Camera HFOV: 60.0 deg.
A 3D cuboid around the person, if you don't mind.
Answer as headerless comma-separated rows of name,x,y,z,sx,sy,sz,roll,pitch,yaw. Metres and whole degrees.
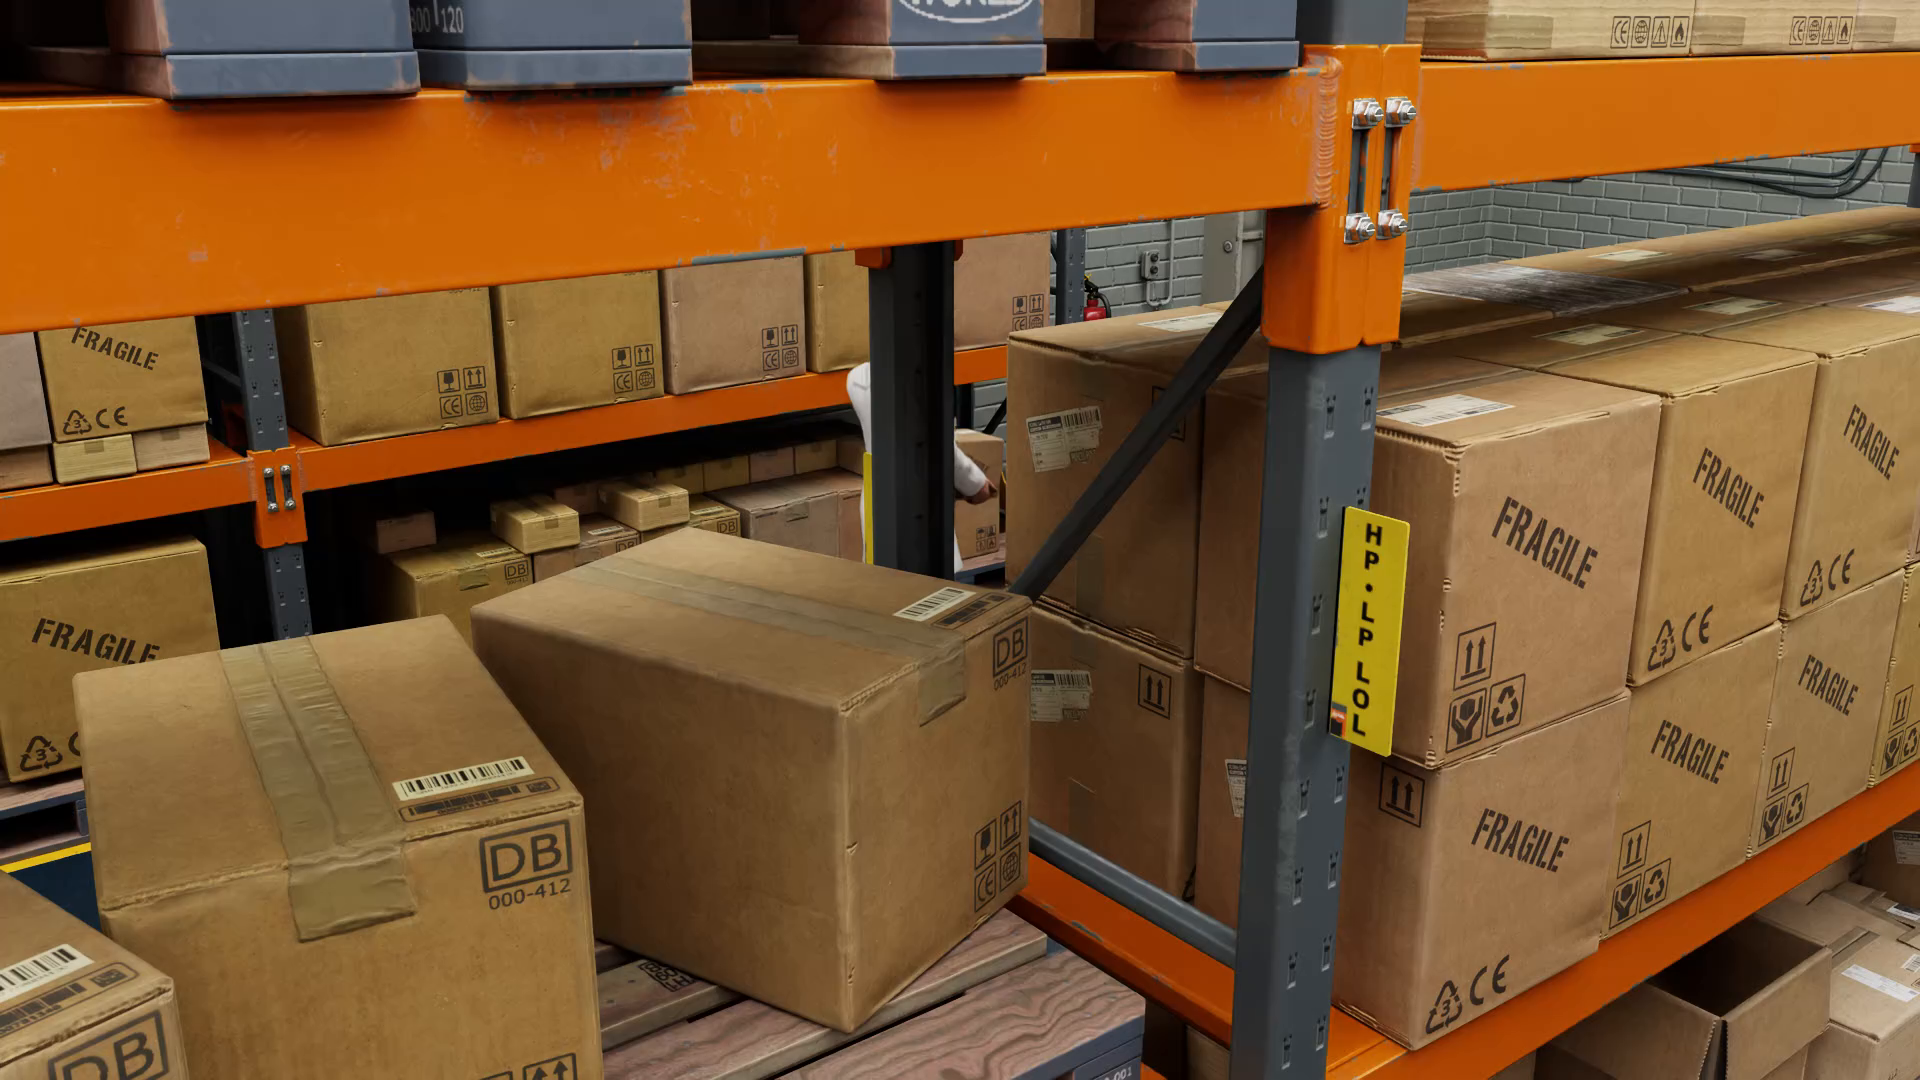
person,-0.145,-0.121,6.967,0.545,1.776,0.527,-13,22,-36
